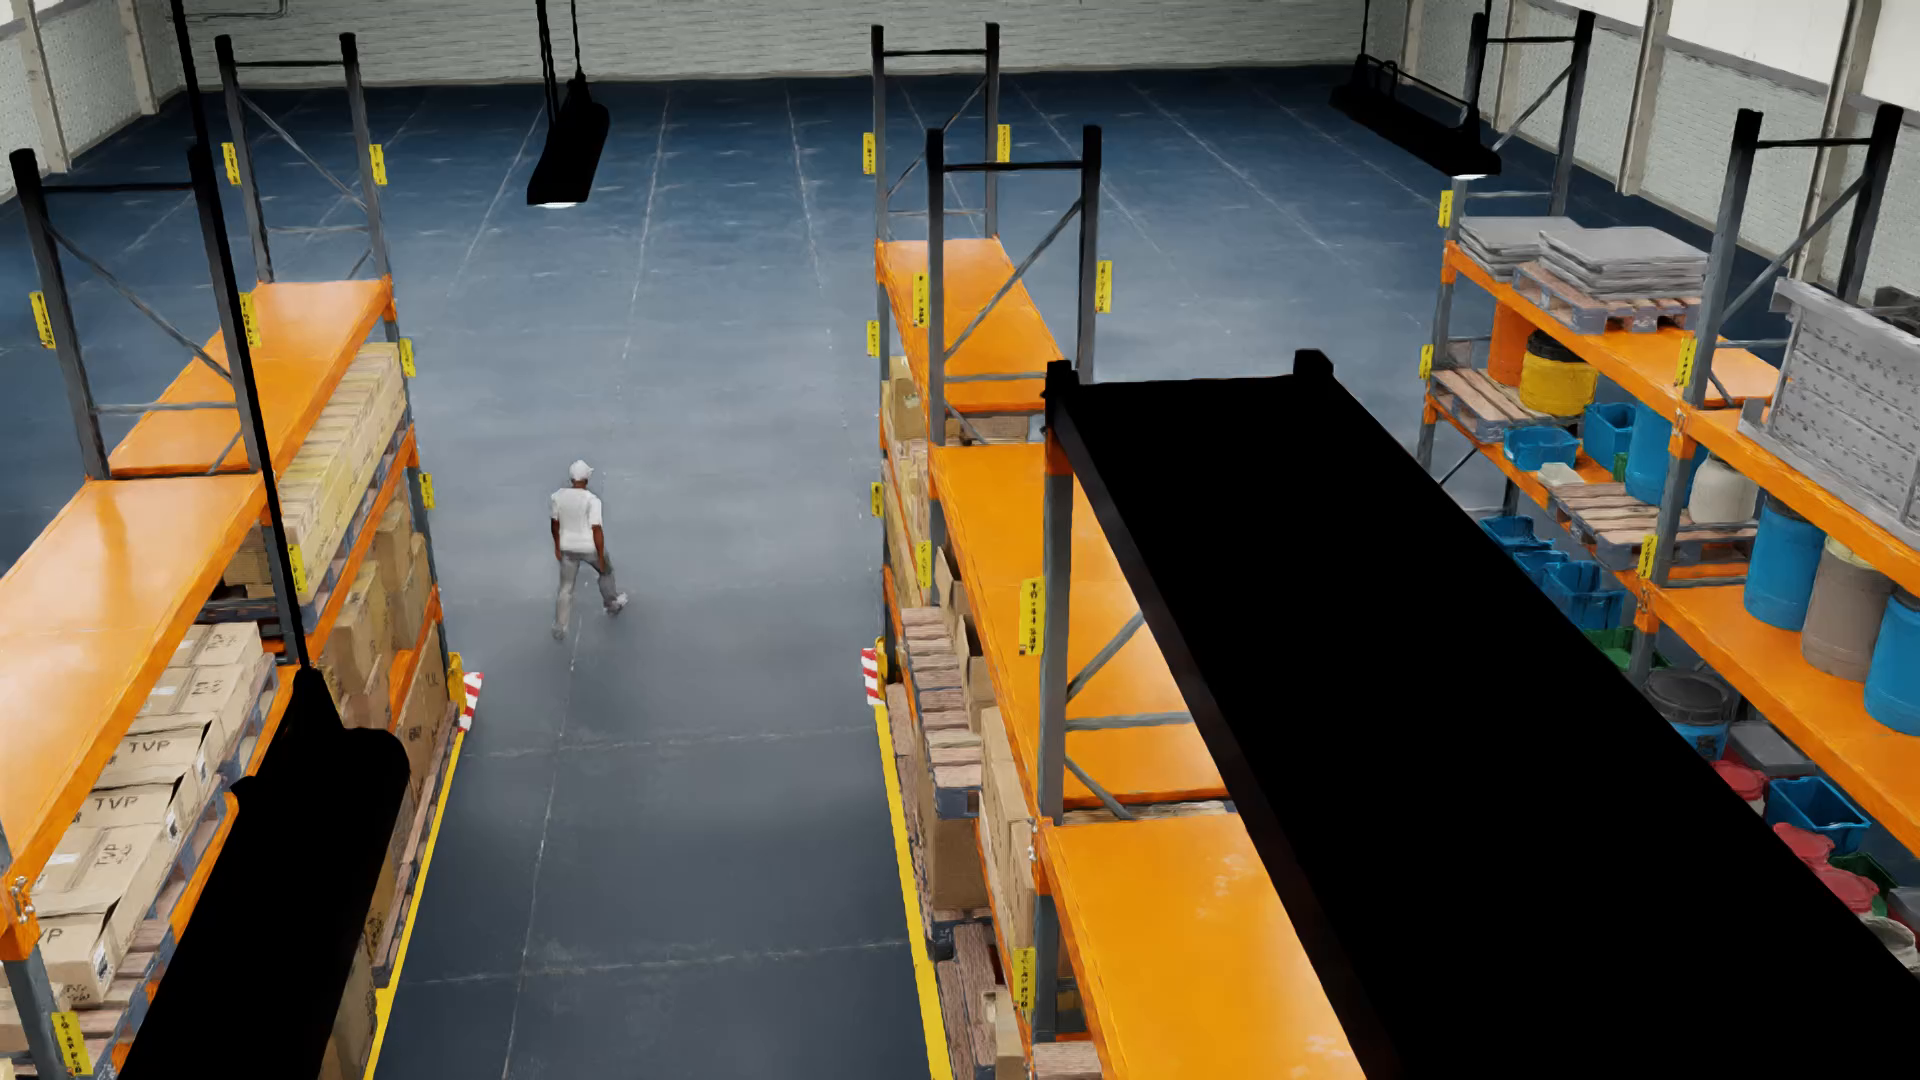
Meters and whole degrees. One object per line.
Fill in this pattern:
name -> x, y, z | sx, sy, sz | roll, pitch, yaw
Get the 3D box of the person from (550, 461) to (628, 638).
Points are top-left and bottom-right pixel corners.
person -> -3.746, 0.059, 16.416 | 0.615, 1.716, 0.973 | 6, 26, 13
